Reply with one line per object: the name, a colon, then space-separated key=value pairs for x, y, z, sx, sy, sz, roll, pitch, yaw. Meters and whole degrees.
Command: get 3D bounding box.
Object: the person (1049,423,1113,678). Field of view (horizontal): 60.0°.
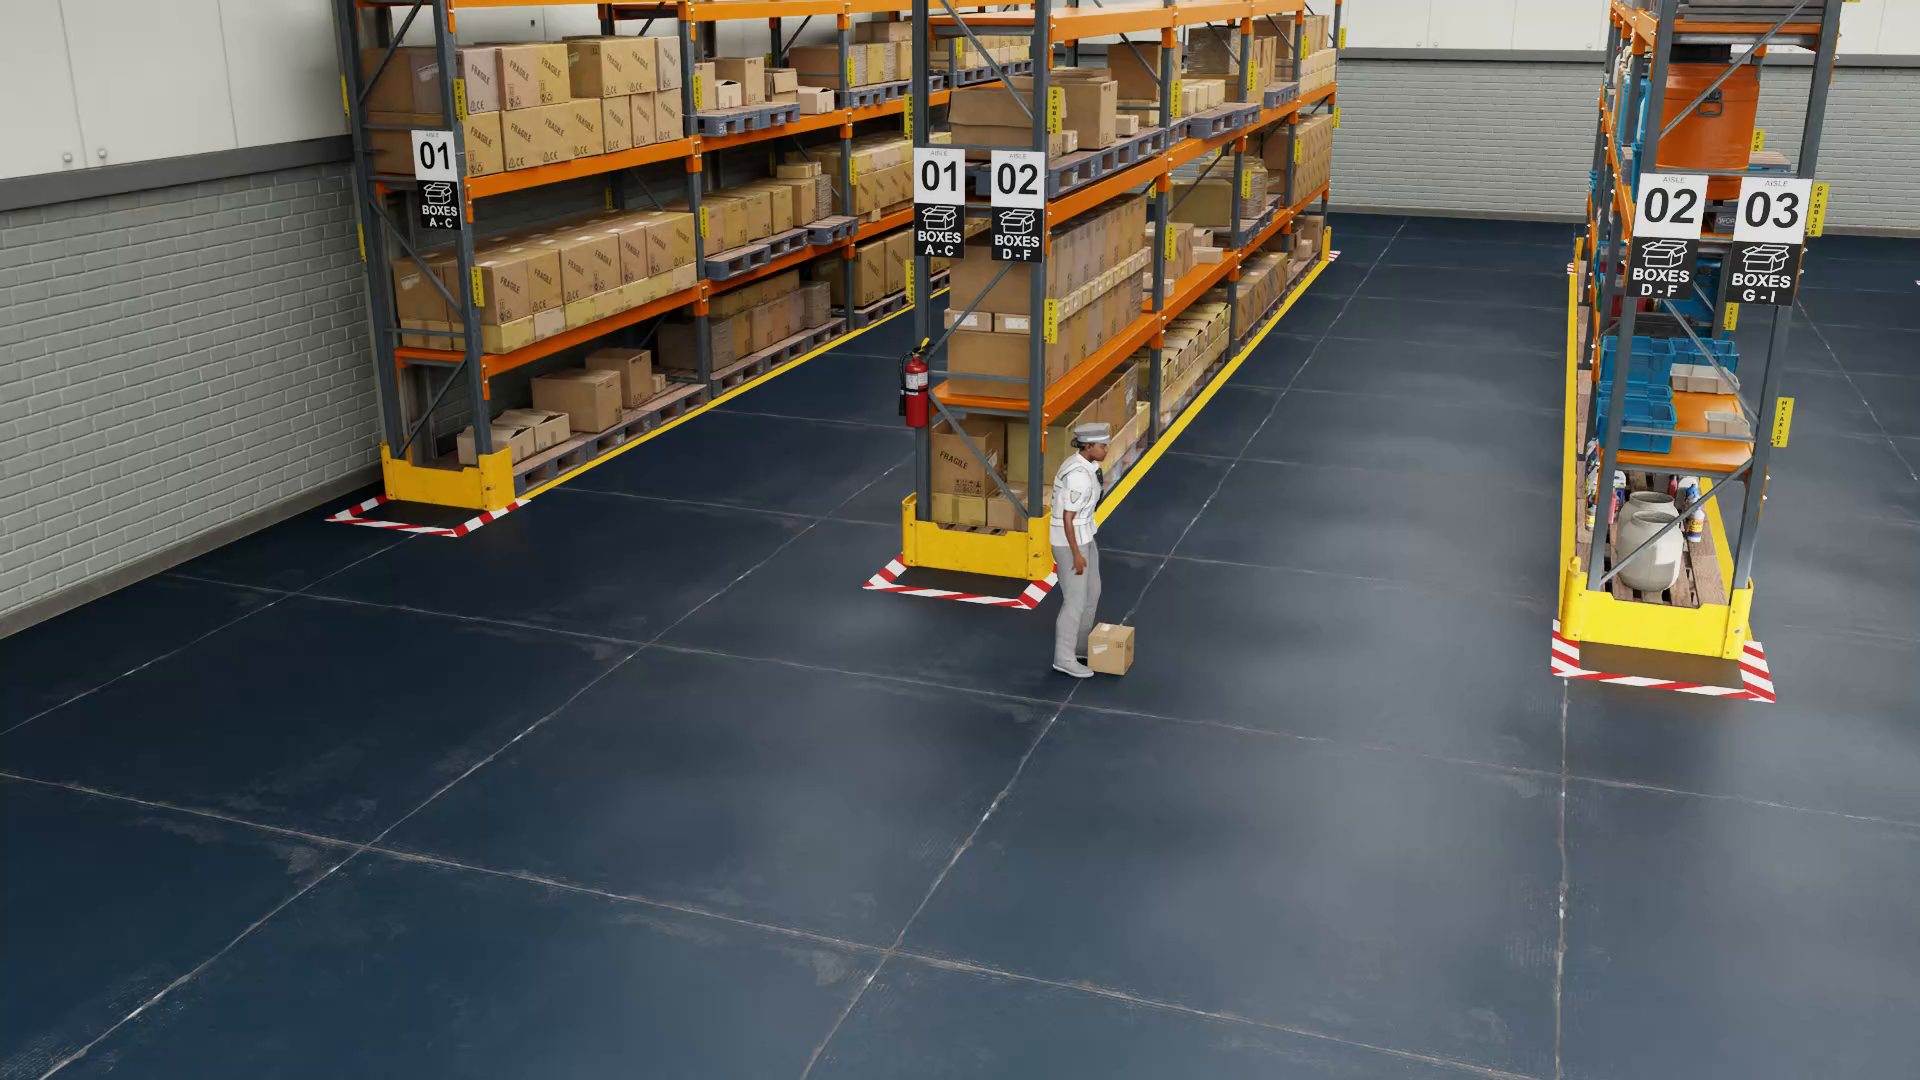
person: x=0.800 y=0.037 z=10.946 sx=0.420 sy=1.664 sz=0.531 roll=5 pitch=20 yaw=16
